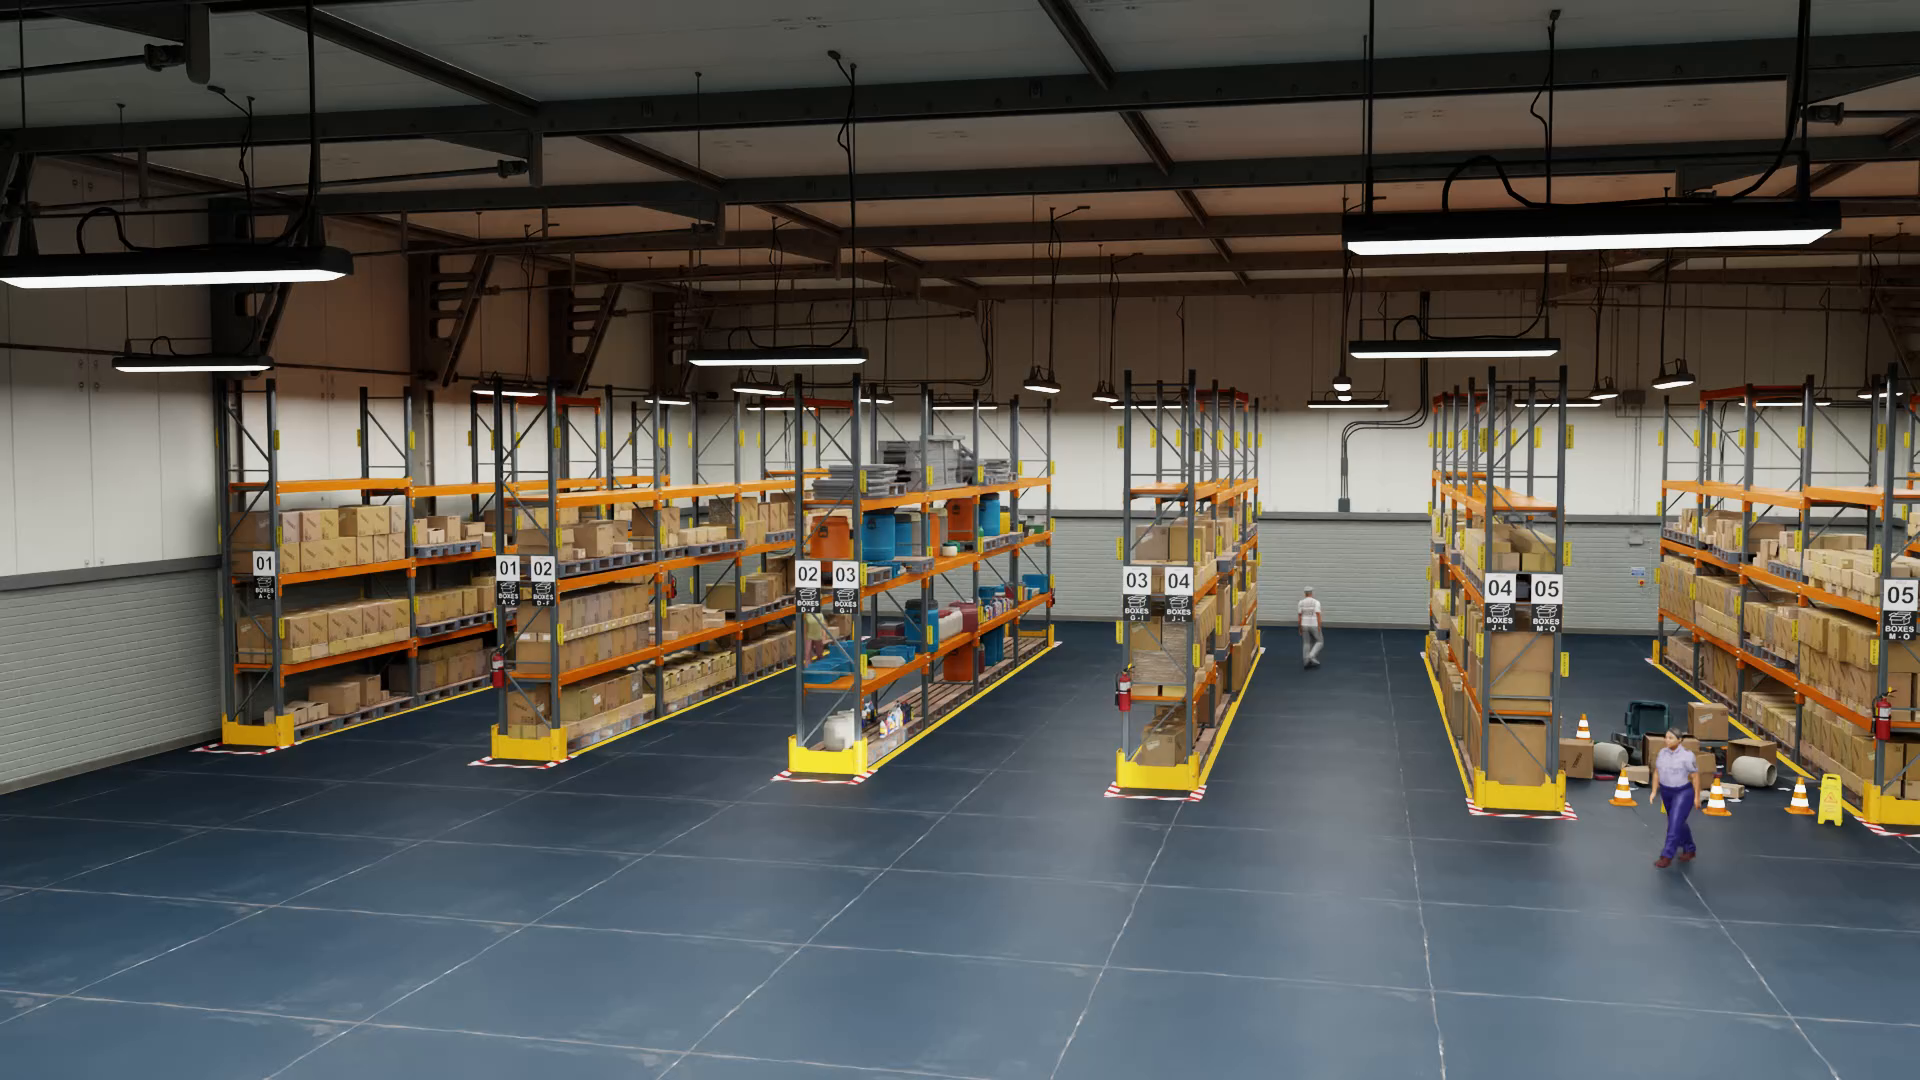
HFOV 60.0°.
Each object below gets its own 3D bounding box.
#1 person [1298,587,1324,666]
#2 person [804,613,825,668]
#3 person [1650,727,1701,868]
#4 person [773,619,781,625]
[{"bbox_3d":[7.721,1.919,36.695,0.596,1.755,0.525,2,4,34],"label":"person"},{"bbox_3d":[-3.075,2.078,35.014,0.531,1.608,1.058,1,3,11],"label":"person"},{"bbox_3d":[8.357,3.005,19.523,0.946,1.604,0.543,-2,4,-24],"label":"person"},{"bbox_3d":[-4.883,1.540,42.998,0.965,1.706,0.536,0,3,-3],"label":"person"}]
